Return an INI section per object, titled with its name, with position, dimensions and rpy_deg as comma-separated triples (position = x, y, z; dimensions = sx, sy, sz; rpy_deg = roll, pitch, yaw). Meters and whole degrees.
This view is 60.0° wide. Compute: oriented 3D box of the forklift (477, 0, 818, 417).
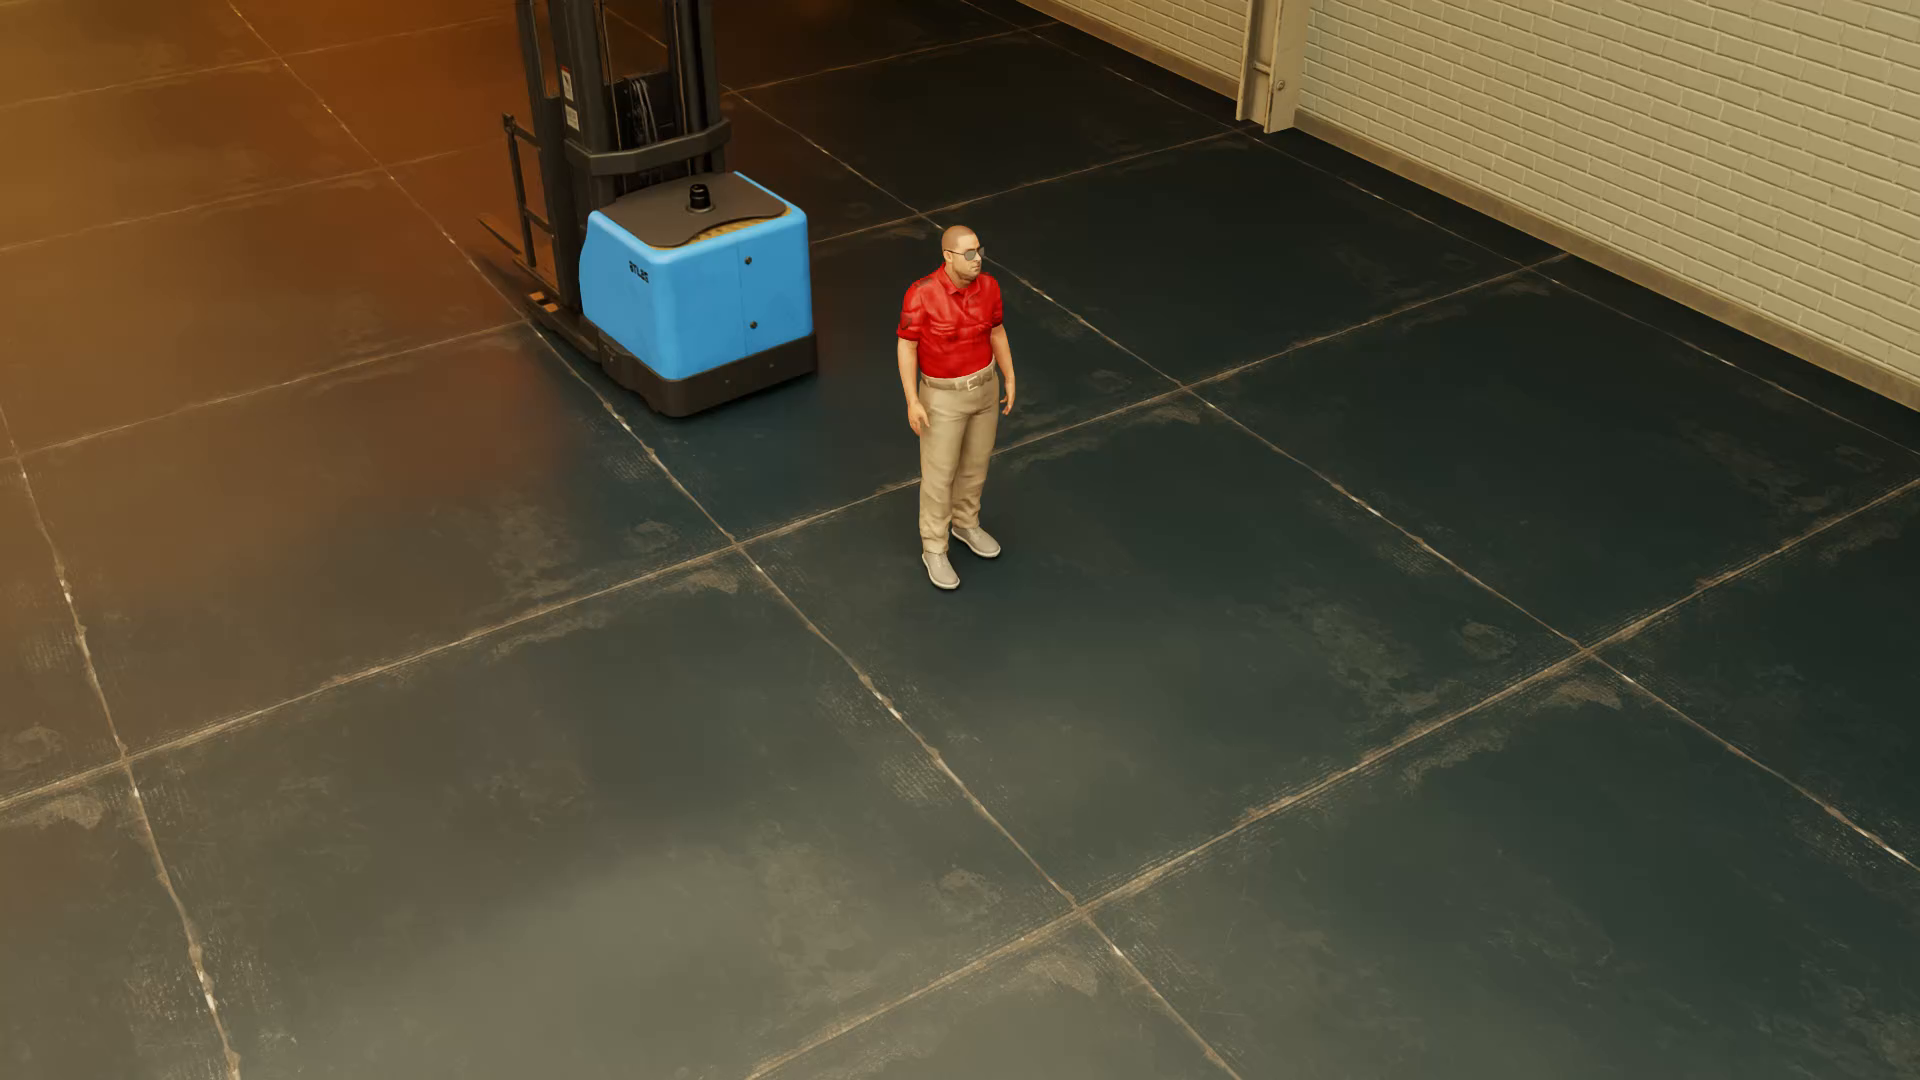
[forklift]
position = -2.158, -2.696, 9.985
dimensions = 1.130, 2.935, 3.031
rpy_deg = -24, 42, -30

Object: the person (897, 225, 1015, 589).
[person]
position = 0.038, -0.666, 8.129
dimensions = 0.640, 1.727, 0.551
rpy_deg = -21, 40, -27
